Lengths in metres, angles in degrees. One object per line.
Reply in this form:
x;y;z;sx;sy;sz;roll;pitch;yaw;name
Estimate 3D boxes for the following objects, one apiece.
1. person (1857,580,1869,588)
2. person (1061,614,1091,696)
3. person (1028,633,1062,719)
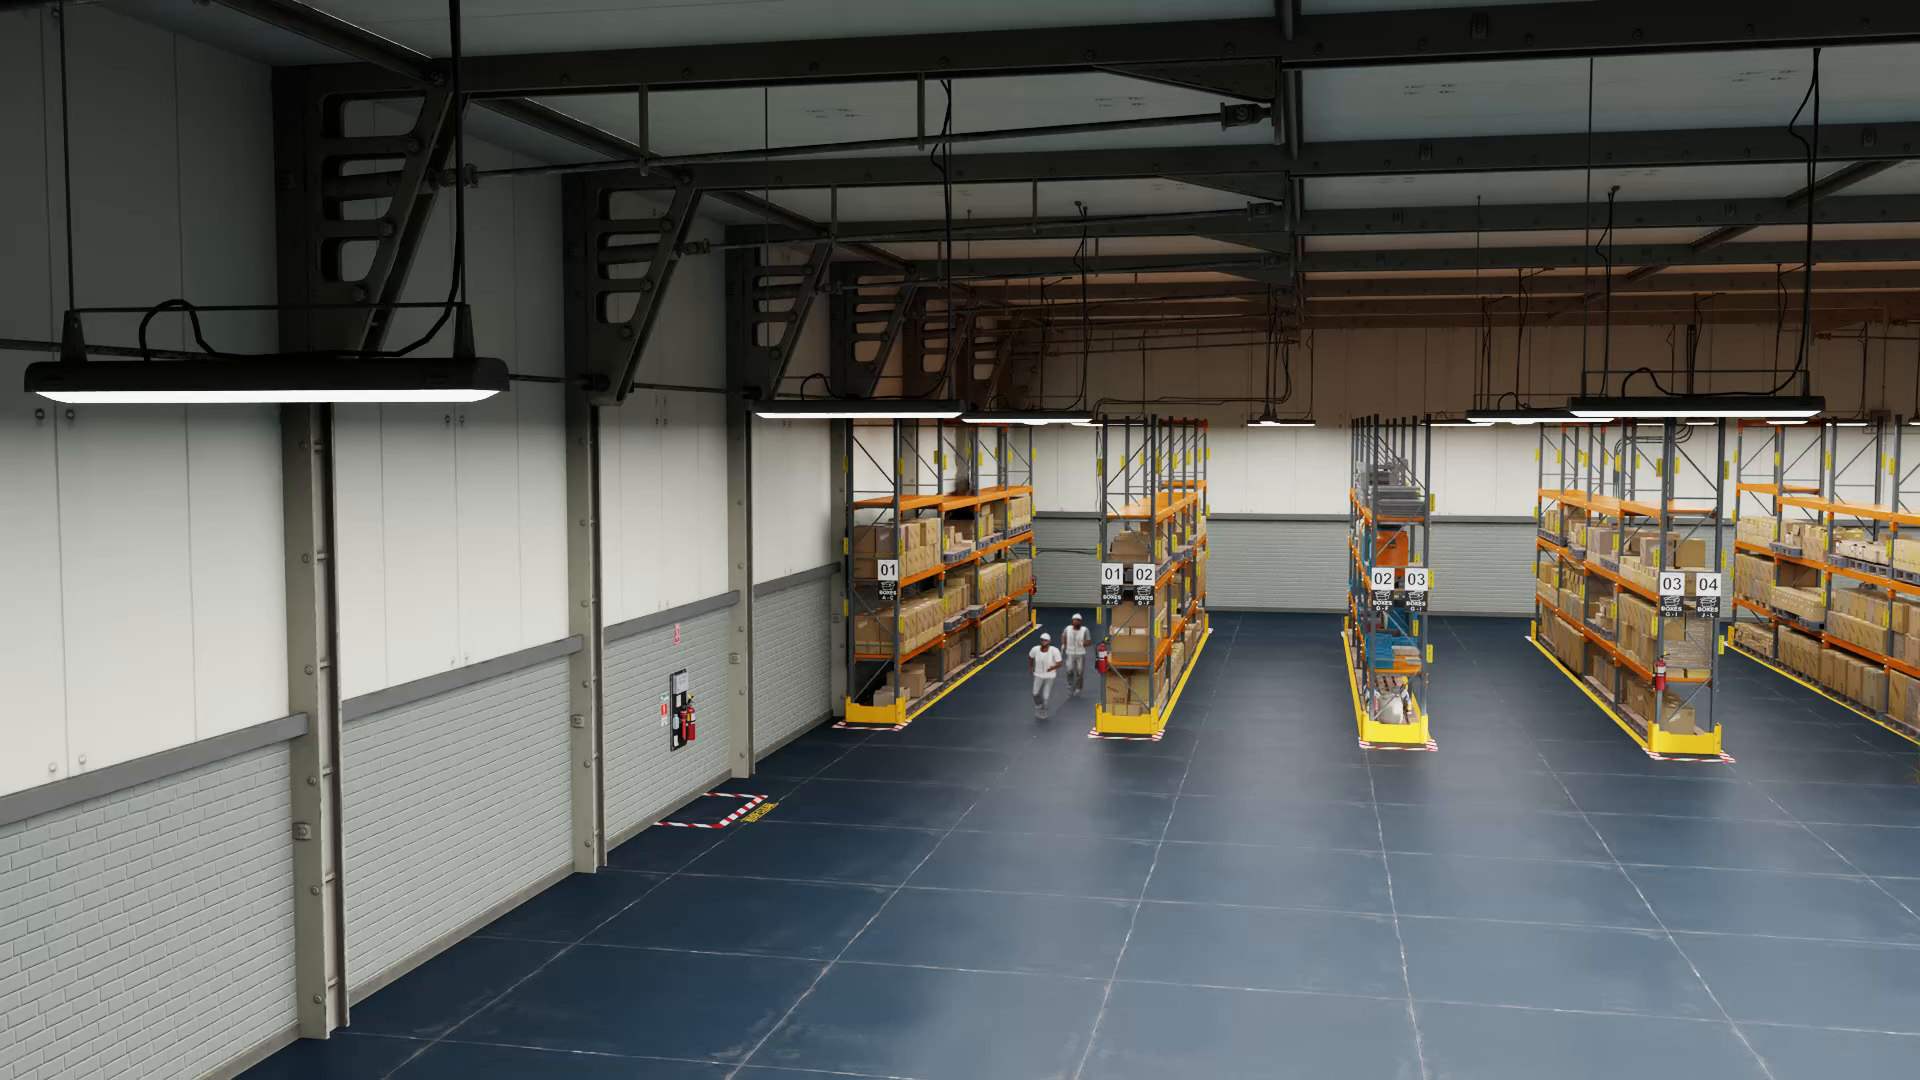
24.047;1.909;44.360;0.922;1.695;0.614;0;4;4;person
2.470;2.464;35.575;0.661;1.772;0.688;1;4;8;person
1.647;2.680;32.609;0.697;1.715;0.638;1;4;12;person
